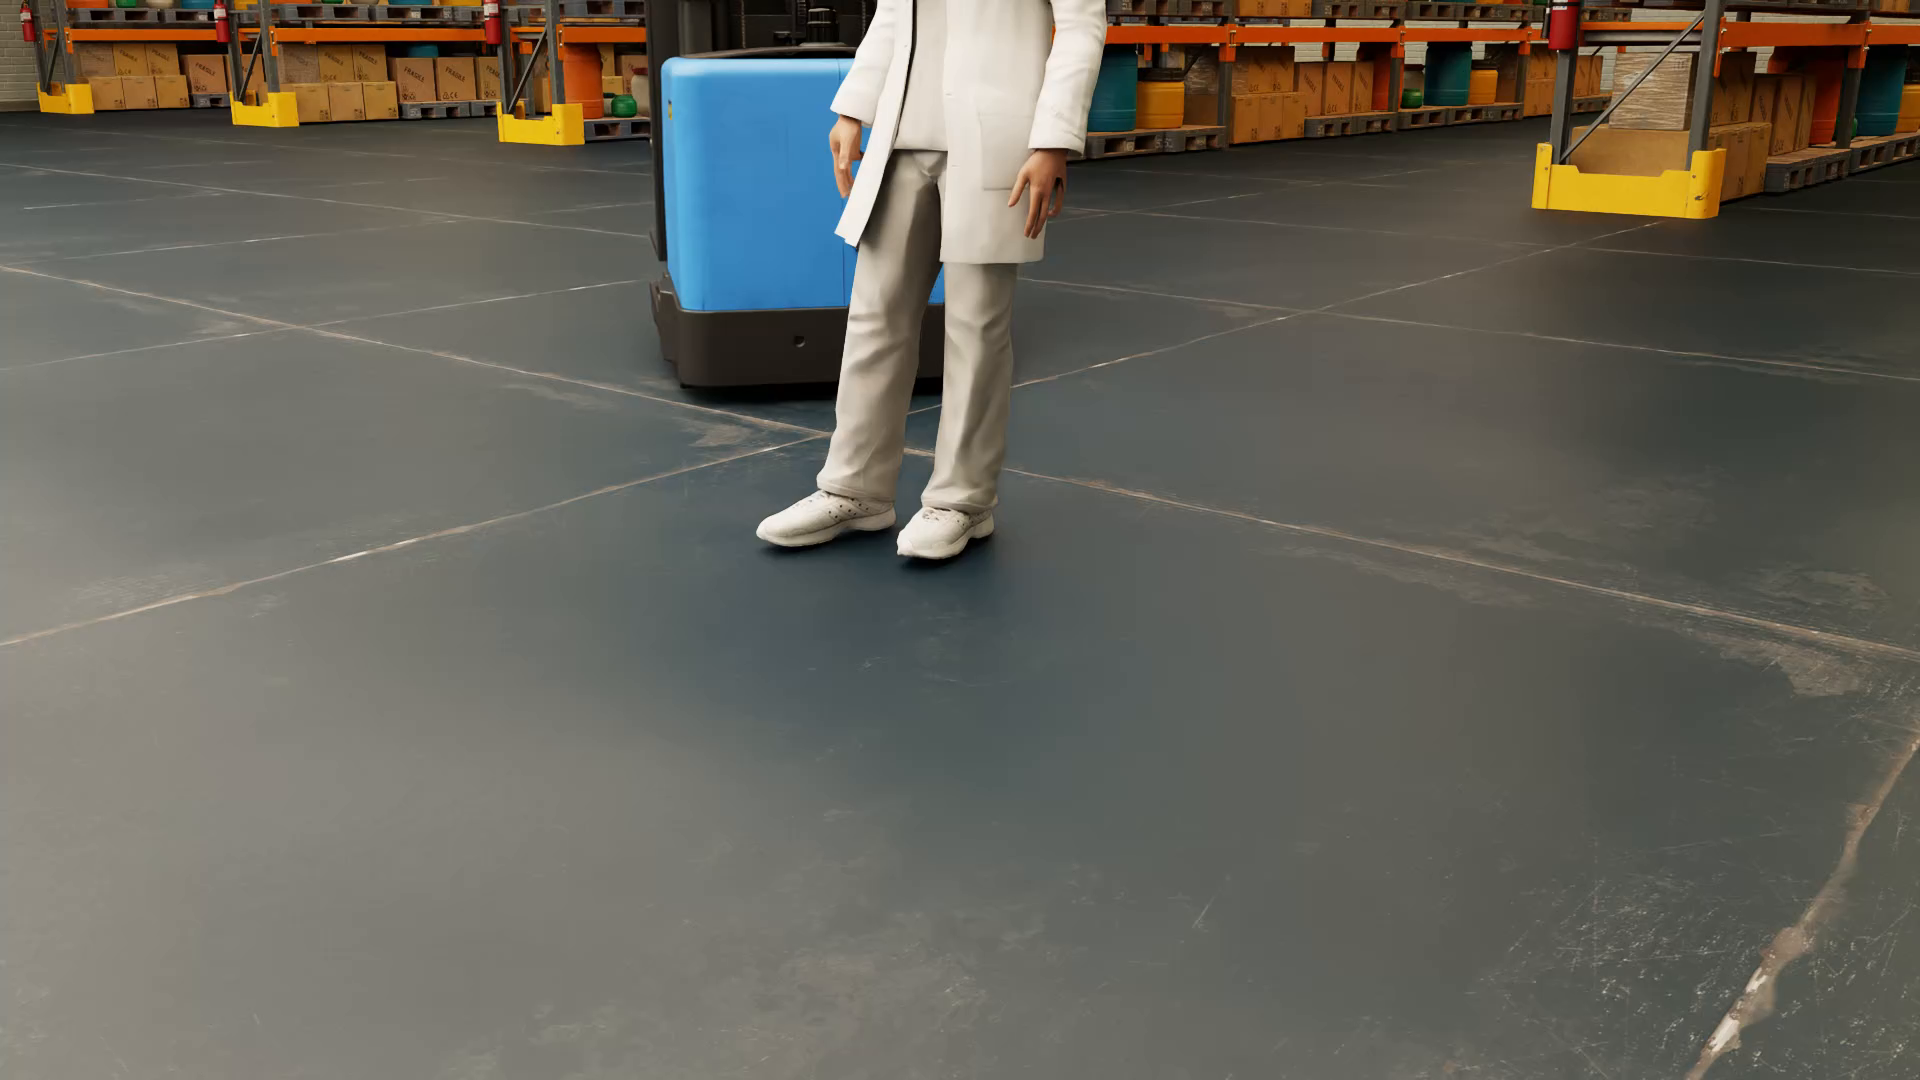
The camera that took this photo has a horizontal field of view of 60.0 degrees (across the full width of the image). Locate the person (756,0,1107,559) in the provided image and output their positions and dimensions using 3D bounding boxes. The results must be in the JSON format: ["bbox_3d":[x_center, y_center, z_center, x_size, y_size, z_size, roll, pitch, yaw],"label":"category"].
[{"bbox_3d":[-0.061,-0.838,3.618,0.694,1.775,0.581,13,21,37],"label":"person"}]

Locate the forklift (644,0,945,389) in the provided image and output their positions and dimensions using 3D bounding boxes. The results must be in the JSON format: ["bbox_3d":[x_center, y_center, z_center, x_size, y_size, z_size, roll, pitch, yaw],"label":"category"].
[{"bbox_3d":[-0.684,-2.277,6.397,1.130,2.935,3.031,-4,17,-12],"label":"forklift"}]
